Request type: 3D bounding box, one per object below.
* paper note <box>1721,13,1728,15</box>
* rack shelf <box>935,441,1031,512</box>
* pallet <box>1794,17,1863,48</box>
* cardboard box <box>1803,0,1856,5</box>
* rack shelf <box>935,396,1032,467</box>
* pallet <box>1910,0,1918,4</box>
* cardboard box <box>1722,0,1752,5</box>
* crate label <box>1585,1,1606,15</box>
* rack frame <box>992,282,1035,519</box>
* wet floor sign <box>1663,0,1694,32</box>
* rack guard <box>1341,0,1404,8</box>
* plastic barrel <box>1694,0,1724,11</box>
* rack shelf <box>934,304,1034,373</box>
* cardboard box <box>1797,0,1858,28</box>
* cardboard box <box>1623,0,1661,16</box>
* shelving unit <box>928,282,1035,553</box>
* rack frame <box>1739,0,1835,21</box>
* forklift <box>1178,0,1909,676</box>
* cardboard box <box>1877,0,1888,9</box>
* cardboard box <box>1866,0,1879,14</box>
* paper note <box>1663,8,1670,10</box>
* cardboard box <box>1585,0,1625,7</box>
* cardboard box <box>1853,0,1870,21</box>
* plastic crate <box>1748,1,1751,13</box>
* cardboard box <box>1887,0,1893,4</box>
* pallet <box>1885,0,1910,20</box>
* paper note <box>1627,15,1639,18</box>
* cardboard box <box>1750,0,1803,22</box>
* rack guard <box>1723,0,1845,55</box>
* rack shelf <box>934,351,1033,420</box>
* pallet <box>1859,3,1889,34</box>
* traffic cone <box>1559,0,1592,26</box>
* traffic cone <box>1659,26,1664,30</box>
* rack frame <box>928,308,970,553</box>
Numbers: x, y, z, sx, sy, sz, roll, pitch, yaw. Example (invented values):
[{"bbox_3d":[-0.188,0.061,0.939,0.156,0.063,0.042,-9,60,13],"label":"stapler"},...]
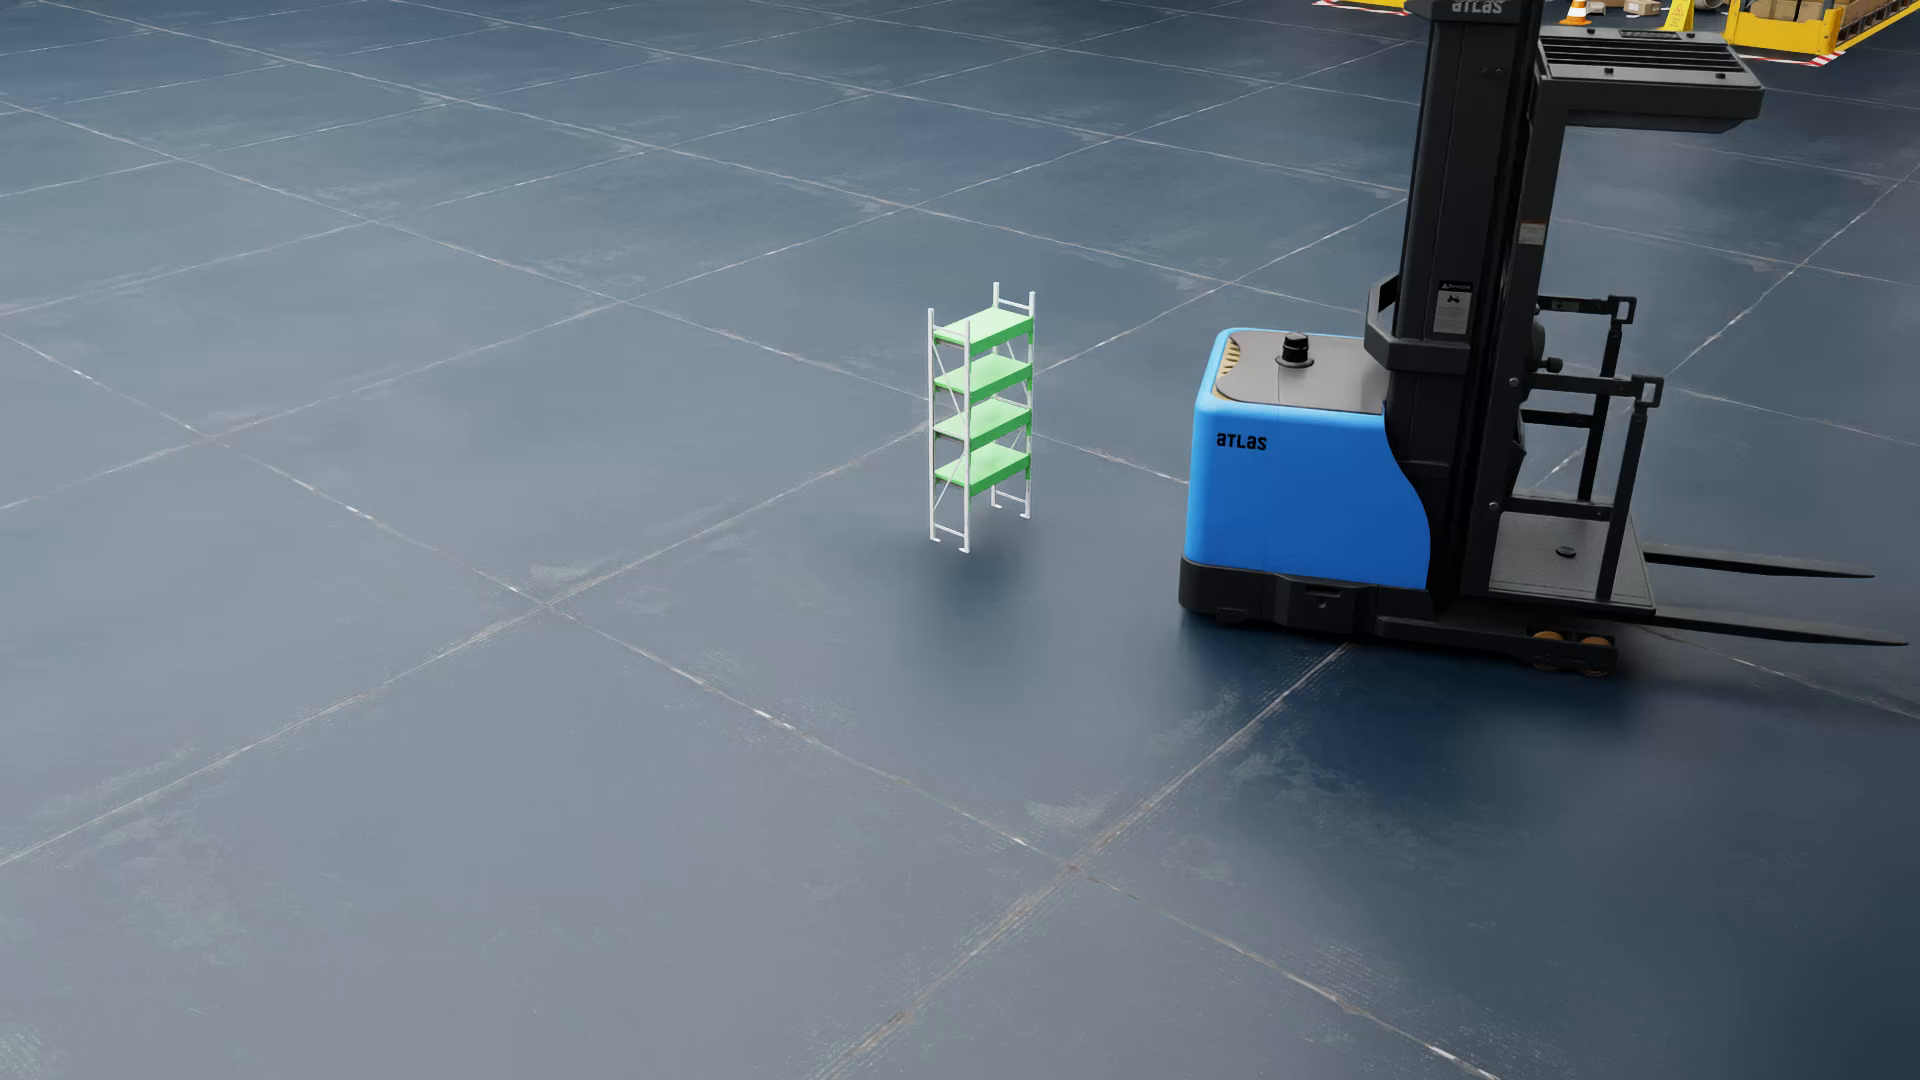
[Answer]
[{"bbox_3d":[9.789,-6.721,21.208,0.142,0.019,0.148,9,29,17],"label":"paper note"},{"bbox_3d":[0.105,-0.322,8.227,0.258,0.148,0.480,21,34,34],"label":"rack shelf"},{"bbox_3d":[10.041,-6.097,19.805,1.003,0.211,1.213,21,34,34],"label":"pallet"},{"bbox_3d":[10.190,-6.543,19.352,0.500,0.500,0.500,19,33,33],"label":"cardboard box"},{"bbox_3d":[0.105,-0.535,8.117,0.258,0.148,0.480,21,34,34],"label":"rack shelf"},{"bbox_3d":[12.487,-7.487,22.492,1.003,0.211,1.213,21,34,34],"label":"pallet"},{"bbox_3d":[10.262,-7.357,21.925,0.500,0.500,0.500,-5,28,-9],"label":"cardboard box"},{"bbox_3d":[8.106,-6.789,21.225,0.250,0.136,0.298,4,28,8],"label":"crate label"},{"bbox_3d":[0.261,-0.678,8.255,0.240,1.200,0.015,21,34,34],"label":"rack frame"},{"bbox_3d":[8.502,-6.230,19.591,0.232,0.644,0.267,-15,31,-27],"label":"wet floor sign"},{"bbox_3d":[5.550,-7.323,21.861,1.175,0.500,0.348,21,34,34],"label":"rack guard"},{"bbox_3d":[9.595,-7.061,21.438,0.421,0.421,0.512,-5,28,-9],"label":"plastic barrel"},{"bbox_3d":[0.105,-0.961,7.897,0.258,0.148,0.480,21,34,34],"label":"rack shelf"},{"bbox_3d":[10.175,-6.201,19.508,0.500,0.250,0.500,20,34,34],"label":"cardboard box"},{"bbox_3d":[8.724,-6.819,21.270,0.250,0.149,0.380,-10,29,-18],"label":"cardboard box"},{"bbox_3d":[0.105,-0.592,8.088,0.258,1.200,0.503,21,34,34],"label":"shelving unit"},{"bbox_3d":[9.449,-7.030,18.576,1.000,3.000,0.127,21,34,34],"label":"rack frame"},{"bbox_3d":[2.566,-0.988,6.970,3.031,2.935,1.130,7,28,12],"label":"forklift"},{"bbox_3d":[11.167,-6.755,20.579,0.500,0.250,0.500,21,34,35],"label":"cardboard box"},{"bbox_3d":[10.843,-6.577,20.234,0.500,0.250,0.500,24,35,38],"label":"cardboard box"},{"bbox_3d":[9.170,-6.881,21.530,0.142,0.019,0.148,-15,31,-27],"label":"paper note"},{"bbox_3d":[8.613,-7.284,21.783,0.797,0.503,0.637,0,27,0],"label":"cardboard box"},{"bbox_3d":[10.506,-6.380,19.853,0.500,0.250,0.500,22,35,36],"label":"cardboard box"},{"bbox_3d":[10.362,-6.835,21.375,0.402,0.080,0.583,9,29,17],"label":"plastic crate"},{"bbox_3d":[11.494,-6.934,20.925,0.500,0.250,0.500,20,33,33],"label":"cardboard box"},{"bbox_3d":[11.593,-6.962,21.477,1.003,0.211,1.213,21,34,34],"label":"pallet"},{"bbox_3d":[8.514,-6.629,21.030,0.148,0.019,0.142,9,29,17],"label":"paper note"},{"bbox_3d":[9.771,-6.369,19.833,0.500,0.250,0.500,21,34,34],"label":"cardboard box"},{"bbox_3d":[9.497,-5.947,19.202,1.175,0.500,0.348,21,34,34],"label":"rack guard"},{"bbox_3d":[0.105,-0.748,8.007,0.258,0.148,0.480,21,34,34],"label":"rack shelf"},{"bbox_3d":[10.818,-6.527,20.638,1.003,0.211,1.213,21,34,34],"label":"pallet"},{"bbox_3d":[7.654,-6.637,20.576,0.336,0.463,0.334,21,34,34],"label":"traffic cone"},{"bbox_3d":[8.727,-6.433,20.182,0.336,0.463,0.334,21,34,34],"label":"traffic cone"},{"bbox_3d":[-0.050,-0.505,7.921,0.240,1.200,0.015,21,34,34],"label":"rack frame"}]
